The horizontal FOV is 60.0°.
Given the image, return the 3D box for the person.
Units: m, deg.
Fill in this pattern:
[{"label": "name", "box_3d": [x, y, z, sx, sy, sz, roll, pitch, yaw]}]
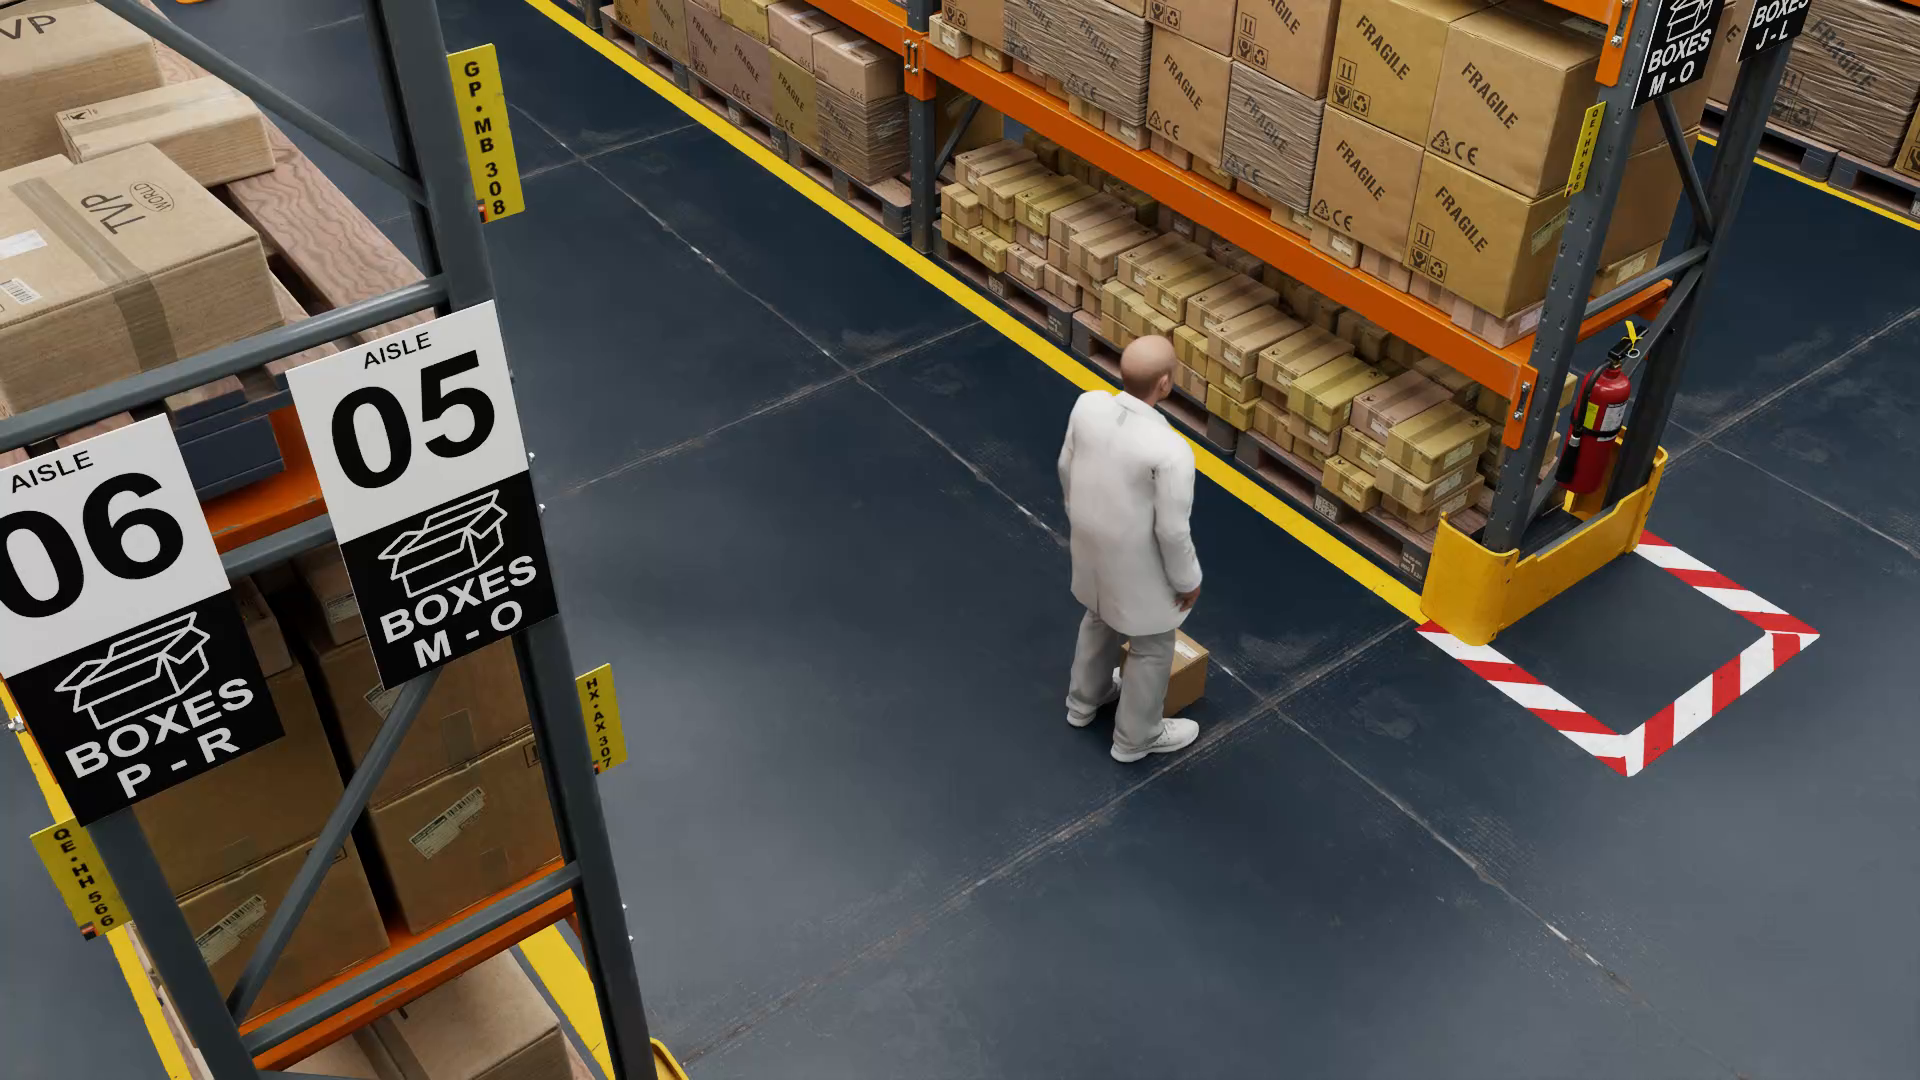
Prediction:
[{"label": "person", "box_3d": [1.485, -5.380, 12.628, 12.570, 1.770, 12.570, -28, 47, -29]}]
